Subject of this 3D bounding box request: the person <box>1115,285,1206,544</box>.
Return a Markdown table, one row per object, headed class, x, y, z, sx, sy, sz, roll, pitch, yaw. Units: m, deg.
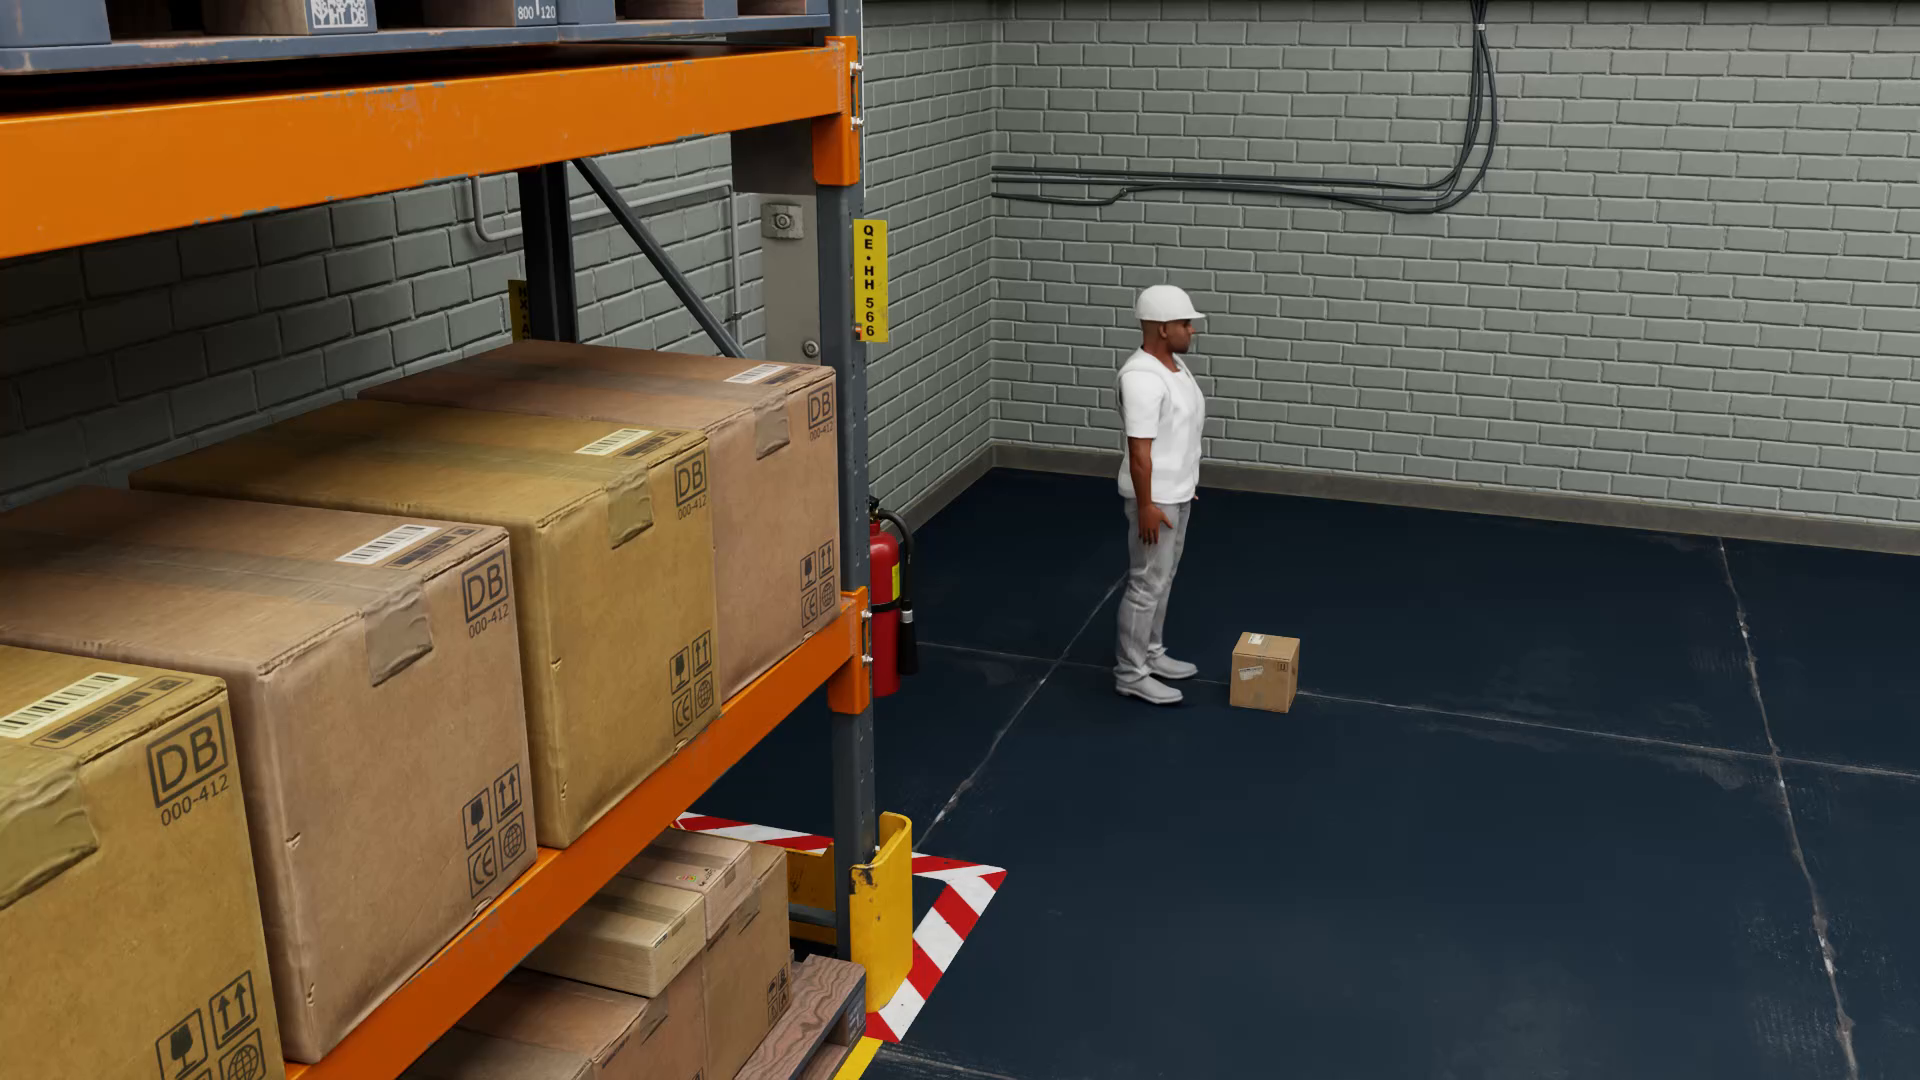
| class | x | y | z | sx | sy | sz | roll | pitch | yaw |
| --- | --- | --- | --- | --- | --- | --- | --- | --- | --- |
| person | 0.850 | -0.541 | 7.014 | 0.338 | 1.066 | 0.572 | 7 | 20 | 20 |
